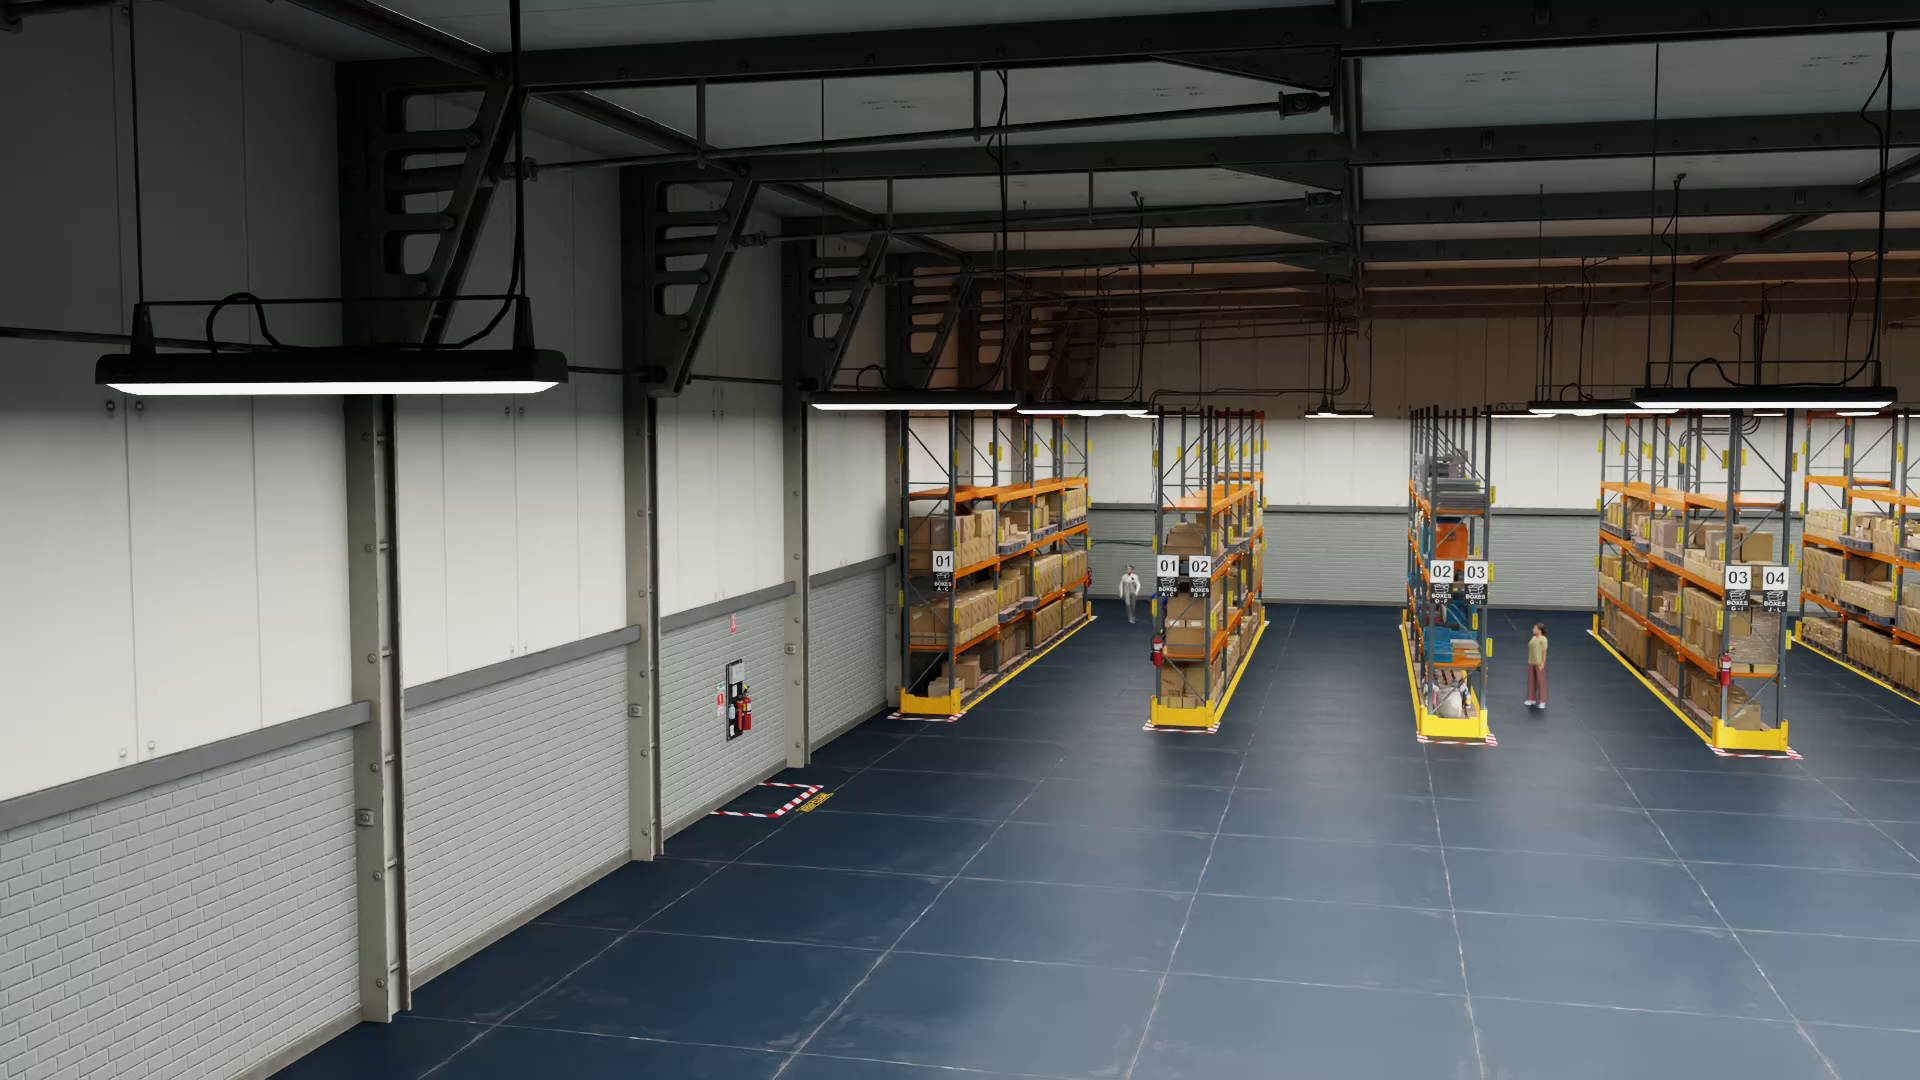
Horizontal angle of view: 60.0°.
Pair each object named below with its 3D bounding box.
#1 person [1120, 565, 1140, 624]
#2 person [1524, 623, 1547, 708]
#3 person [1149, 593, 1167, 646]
[{"bbox_3d":[4.850,1.537,47.404,0.546,1.658,0.929,0,4,-2],"label":"person"},{"bbox_3d":[11.585,2.506,33.349,0.338,1.704,0.438,-3,5,-37],"label":"person"},{"bbox_3d":[5.000,1.899,41.547,0.590,1.609,1.006,1,4,15],"label":"person"}]
